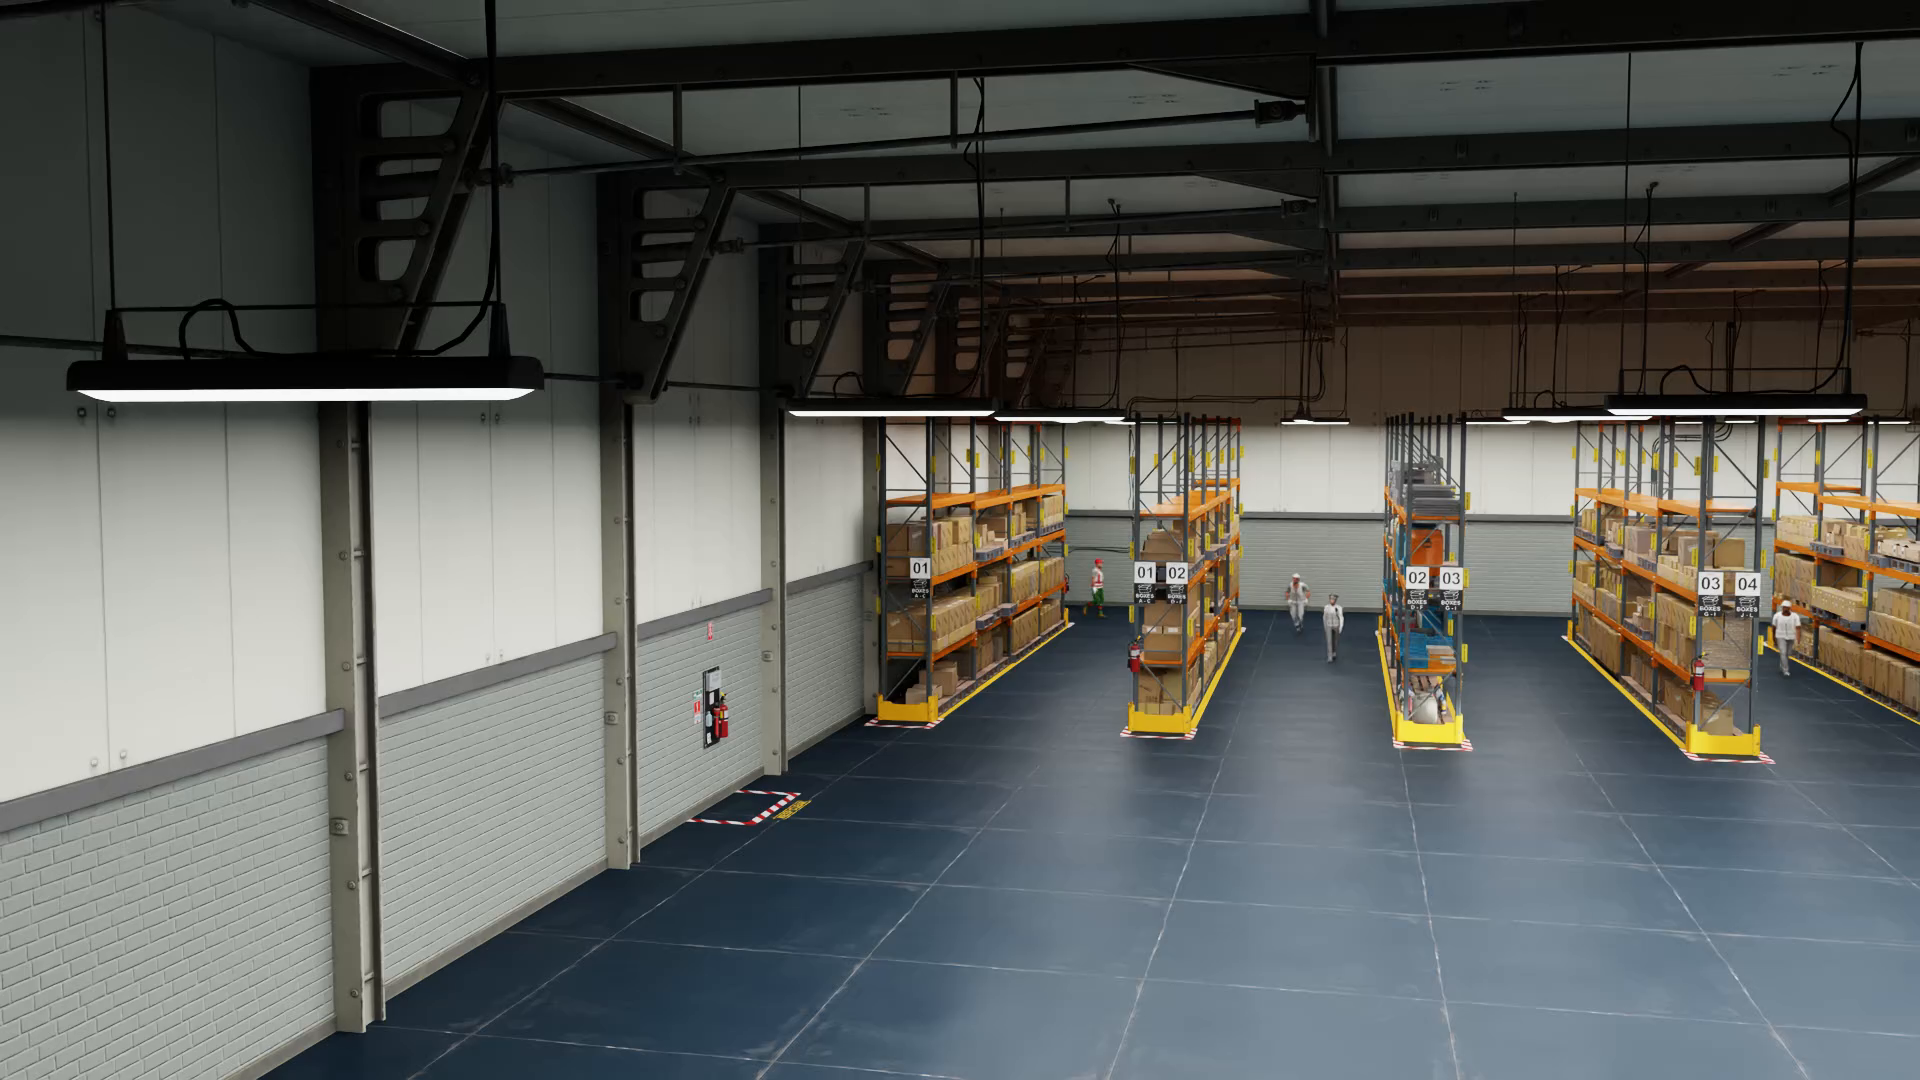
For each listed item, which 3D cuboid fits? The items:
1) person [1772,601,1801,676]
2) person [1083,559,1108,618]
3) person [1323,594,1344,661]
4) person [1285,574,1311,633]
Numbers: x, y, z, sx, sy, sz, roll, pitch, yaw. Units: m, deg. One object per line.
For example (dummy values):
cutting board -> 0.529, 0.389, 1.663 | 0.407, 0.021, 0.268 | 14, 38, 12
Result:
person -> 19.111, 2.256, 38.409 | 0.542, 1.710, 1.081 | 1, 4, 11
person -> 4.072, 1.446, 49.993 | 0.717, 1.780, 0.602 | 2, 4, 30
person -> 9.177, 2.126, 40.858 | 0.483, 1.618, 1.034 | 1, 4, 10
person -> 9.390, 1.761, 46.226 | 0.694, 1.685, 0.643 | 1, 4, 21
